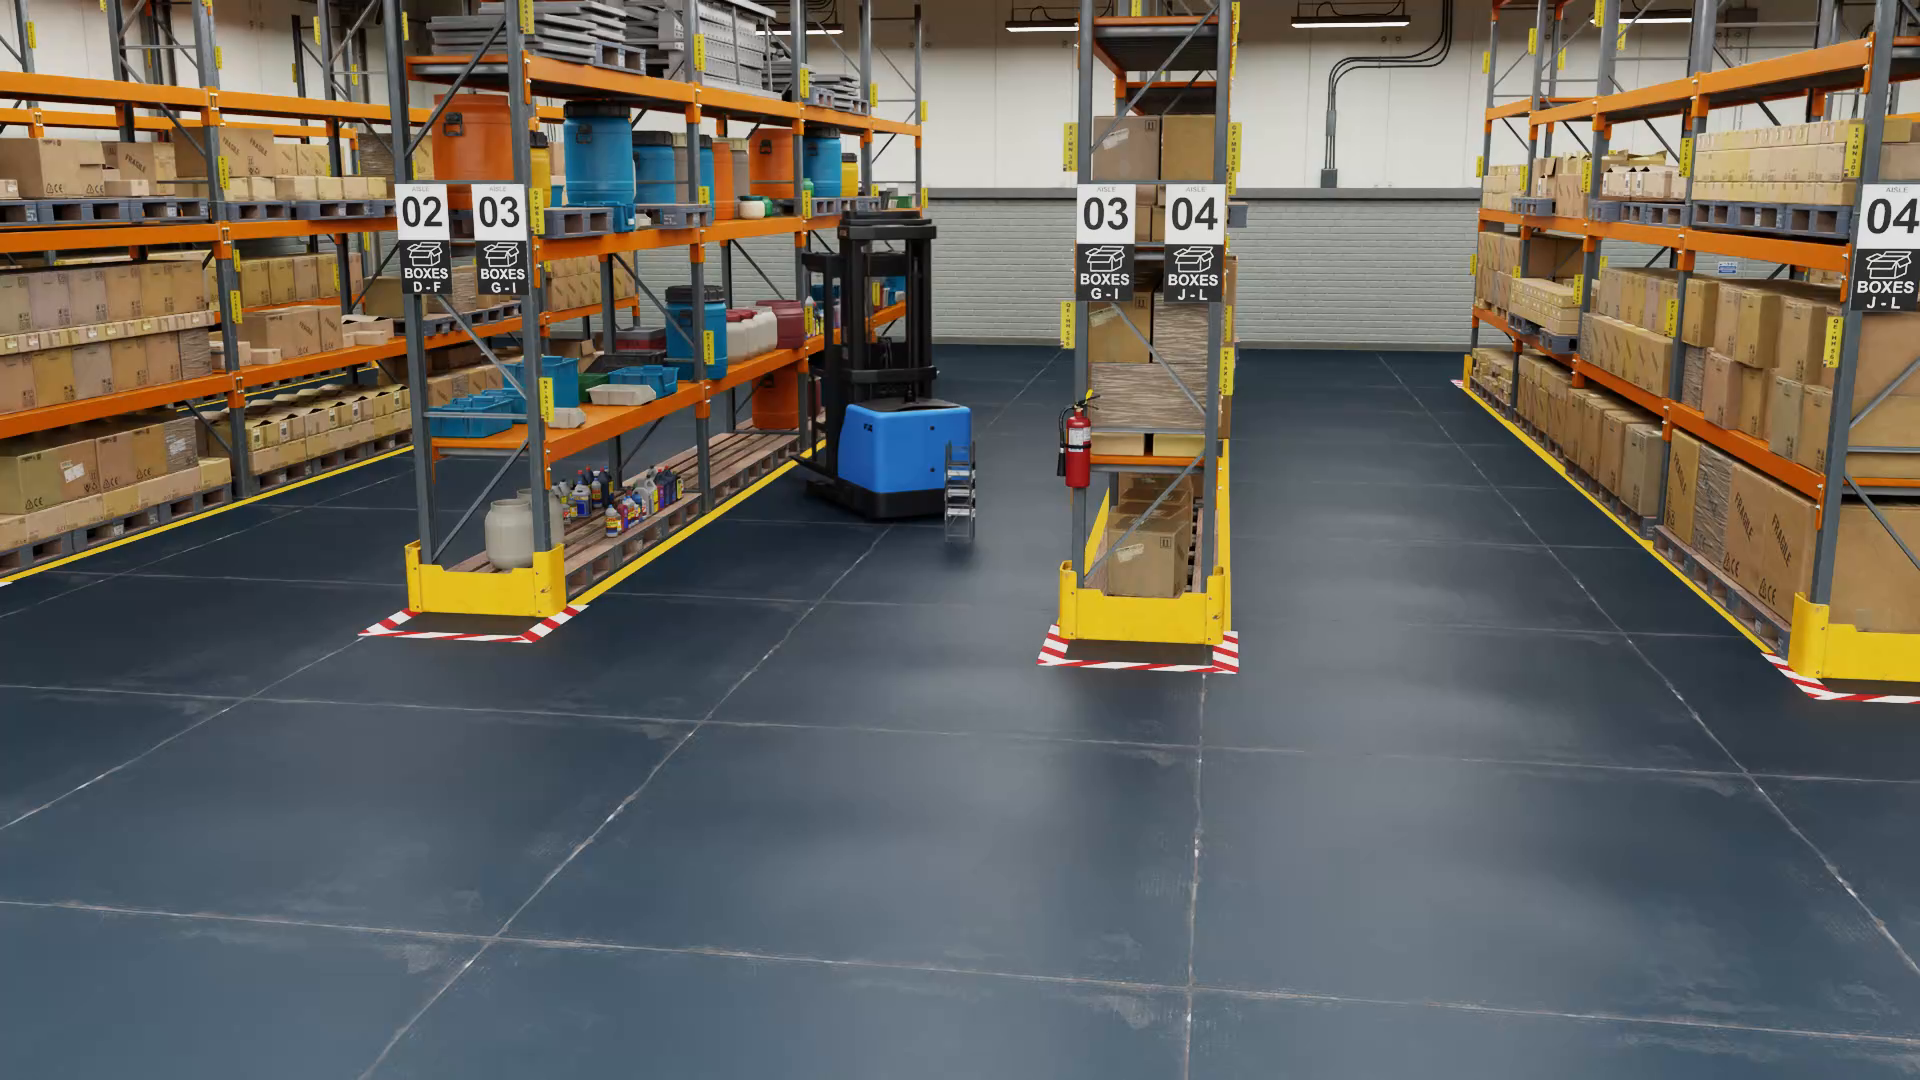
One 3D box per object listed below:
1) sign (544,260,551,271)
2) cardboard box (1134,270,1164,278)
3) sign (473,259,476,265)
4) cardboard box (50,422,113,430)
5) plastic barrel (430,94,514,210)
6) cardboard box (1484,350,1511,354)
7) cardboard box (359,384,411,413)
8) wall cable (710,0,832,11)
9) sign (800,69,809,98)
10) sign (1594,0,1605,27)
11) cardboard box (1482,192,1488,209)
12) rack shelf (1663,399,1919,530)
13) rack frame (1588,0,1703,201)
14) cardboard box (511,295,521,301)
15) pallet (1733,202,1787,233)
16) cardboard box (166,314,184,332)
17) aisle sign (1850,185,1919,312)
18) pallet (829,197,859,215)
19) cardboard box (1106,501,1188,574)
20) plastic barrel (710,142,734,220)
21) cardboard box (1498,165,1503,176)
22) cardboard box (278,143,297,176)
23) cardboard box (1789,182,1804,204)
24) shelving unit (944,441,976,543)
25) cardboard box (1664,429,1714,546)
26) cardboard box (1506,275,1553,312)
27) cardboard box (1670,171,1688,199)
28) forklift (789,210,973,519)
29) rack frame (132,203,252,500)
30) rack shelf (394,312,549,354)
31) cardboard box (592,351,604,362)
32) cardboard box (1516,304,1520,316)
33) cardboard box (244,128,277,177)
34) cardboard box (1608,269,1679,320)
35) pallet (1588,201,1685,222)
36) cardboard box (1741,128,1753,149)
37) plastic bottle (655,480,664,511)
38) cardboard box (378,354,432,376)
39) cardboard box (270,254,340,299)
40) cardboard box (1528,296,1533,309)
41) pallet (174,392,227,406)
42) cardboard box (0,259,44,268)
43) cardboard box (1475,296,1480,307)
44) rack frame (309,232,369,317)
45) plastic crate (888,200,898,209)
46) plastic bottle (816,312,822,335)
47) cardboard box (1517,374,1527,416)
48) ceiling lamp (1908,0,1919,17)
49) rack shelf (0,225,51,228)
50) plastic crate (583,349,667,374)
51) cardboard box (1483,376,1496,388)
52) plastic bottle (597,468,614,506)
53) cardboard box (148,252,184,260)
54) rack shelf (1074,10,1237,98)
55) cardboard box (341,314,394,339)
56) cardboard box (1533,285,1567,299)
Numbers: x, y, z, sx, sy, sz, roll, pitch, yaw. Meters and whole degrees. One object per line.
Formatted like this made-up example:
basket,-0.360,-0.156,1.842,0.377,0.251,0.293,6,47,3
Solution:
sign,-6.094,-4.127,24.533,0.100,0.325,0.005,2,12,9
cardboard box,1.519,-2.085,14.488,0.500,0.500,0.500,2,12,9
sign,-7.180,-4.018,24.718,0.100,0.325,0.005,2,12,9
cardboard box,-8.407,-0.846,15.807,0.500,0.500,0.500,2,12,9
plastic barrel,-3.645,-2.906,12.479,0.600,0.830,0.708,2,12,9
cardboard box,8.306,-2.851,25.716,0.380,0.149,0.250,2,12,10
cardboard box,-7.095,-1.764,20.515,0.500,0.311,0.500,2,12,10
wall cable,-3.969,-11.656,32.561,3.097,2.526,0.112,2,12,9
sign,-1.819,-5.343,19.449,0.100,0.325,0.005,2,12,9
sign,6.878,-5.686,17.868,0.100,0.325,0.005,2,12,9
cardboard box,8.324,-5.216,25.567,0.500,0.250,0.500,2,12,11
rack shelf,6.493,-0.642,12.815,1.077,0.370,4.000,2,12,9
rack frame,7.416,-5.175,17.903,1.000,3.000,0.127,2,12,9
cardboard box,-6.819,-3.740,25.246,0.500,0.500,0.500,2,12,10
pallet,6.474,-2.410,12.401,1.003,0.211,1.213,2,12,9
cardboard box,-7.781,-2.110,16.142,0.380,0.149,0.250,2,12,7
aisle sign,5.878,-1.843,10.510,0.394,0.787,0.004,2,12,9
pallet,-1.944,-4.389,21.823,1.003,0.211,1.213,2,12,9
cardboard box,1.470,0.003,13.053,0.500,0.500,0.500,5,13,23
plastic barrel,-2.805,-3.961,18.369,0.600,0.830,0.708,2,12,9
cardboard box,8.092,-5.414,24.354,0.380,0.149,0.250,2,12,10
cardboard box,-11.008,-6.102,26.664,0.500,0.500,0.500,2,12,9
cardboard box,6.019,-2.413,11.571,0.380,0.149,0.250,2,12,9
shelving unit,0.001,-0.442,15.163,0.258,0.900,0.210,2,12,9
cardboard box,6.634,-0.448,14.254,0.875,0.875,0.875,2,12,10
cardboard box,7.826,-3.379,22.867,0.500,0.500,0.500,2,12,9
cardboard box,6.751,-3.209,15.023,0.500,0.250,0.500,2,12,9
forklift,-0.959,-1.900,17.107,1.130,2.935,3.031,-6,13,-25
rack frame,-7.873,-1.913,17.008,1.000,3.000,0.127,2,12,9
rack shelf,-6.950,-2.811,22.879,1.077,0.370,4.000,2,12,9
cardboard box,-6.043,-2.964,27.367,0.500,0.250,0.500,2,12,9
cardboard box,7.437,-2.981,21.560,0.380,0.149,0.250,2,12,9
cardboard box,-7.674,-4.125,17.728,0.500,0.500,0.500,3,13,14
cardboard box,7.260,-2.582,17.498,0.700,0.500,0.500,2,12,8
pallet,7.369,-3.481,17.609,1.213,0.211,1.003,2,12,11
cardboard box,6.214,-3.067,12.713,0.380,0.149,0.250,2,12,9
plastic bottle,-2.807,-0.421,15.485,0.061,0.283,0.133,3,12,12
cardboard box,-7.341,-2.320,22.003,0.500,0.250,0.500,2,12,11
cardboard box,-11.092,-4.459,28.110,0.980,0.700,0.700,2,12,8
cardboard box,7.319,-2.963,20.770,0.380,0.149,0.250,2,12,8
pallet,-11.582,-2.212,25.013,1.003,0.211,1.213,2,12,9
cardboard box,-12.340,-3.579,21.967,0.500,0.250,0.500,2,12,10
cardboard box,8.272,-3.728,26.025,0.380,0.149,0.250,2,12,8
rack frame,-10.923,-4.571,29.340,1.000,3.000,0.127,2,12,9
plastic crate,-1.206,-5.149,25.529,0.437,0.136,0.530,2,12,9
plastic bottle,-1.806,-2.778,21.297,0.061,0.283,0.133,2,12,9
cardboard box,7.655,-1.913,21.944,0.500,0.500,0.500,2,12,11
ceiling lamp,16.570,-10.028,26.565,2.000,3.185,0.800,2,12,9
rack shelf,-12.461,-3.604,19.440,1.077,0.370,4.000,2,12,9
plastic crate,-3.185,-1.617,15.779,0.767,0.338,0.504,2,12,9
cardboard box,8.041,-2.357,24.836,0.380,0.149,0.250,1,12,6
plastic bottle,-3.371,-0.513,15.753,0.144,0.351,0.185,2,12,9
cardboard box,-11.524,-3.991,23.878,0.500,0.250,0.500,2,12,10
rack shelf,1.607,-3.755,13.027,1.077,0.370,4.000,2,12,9
cardboard box,-7.357,-2.628,20.536,0.500,0.311,0.500,3,12,12
cardboard box,7.280,-3.056,20.497,0.380,0.149,0.250,2,12,10
